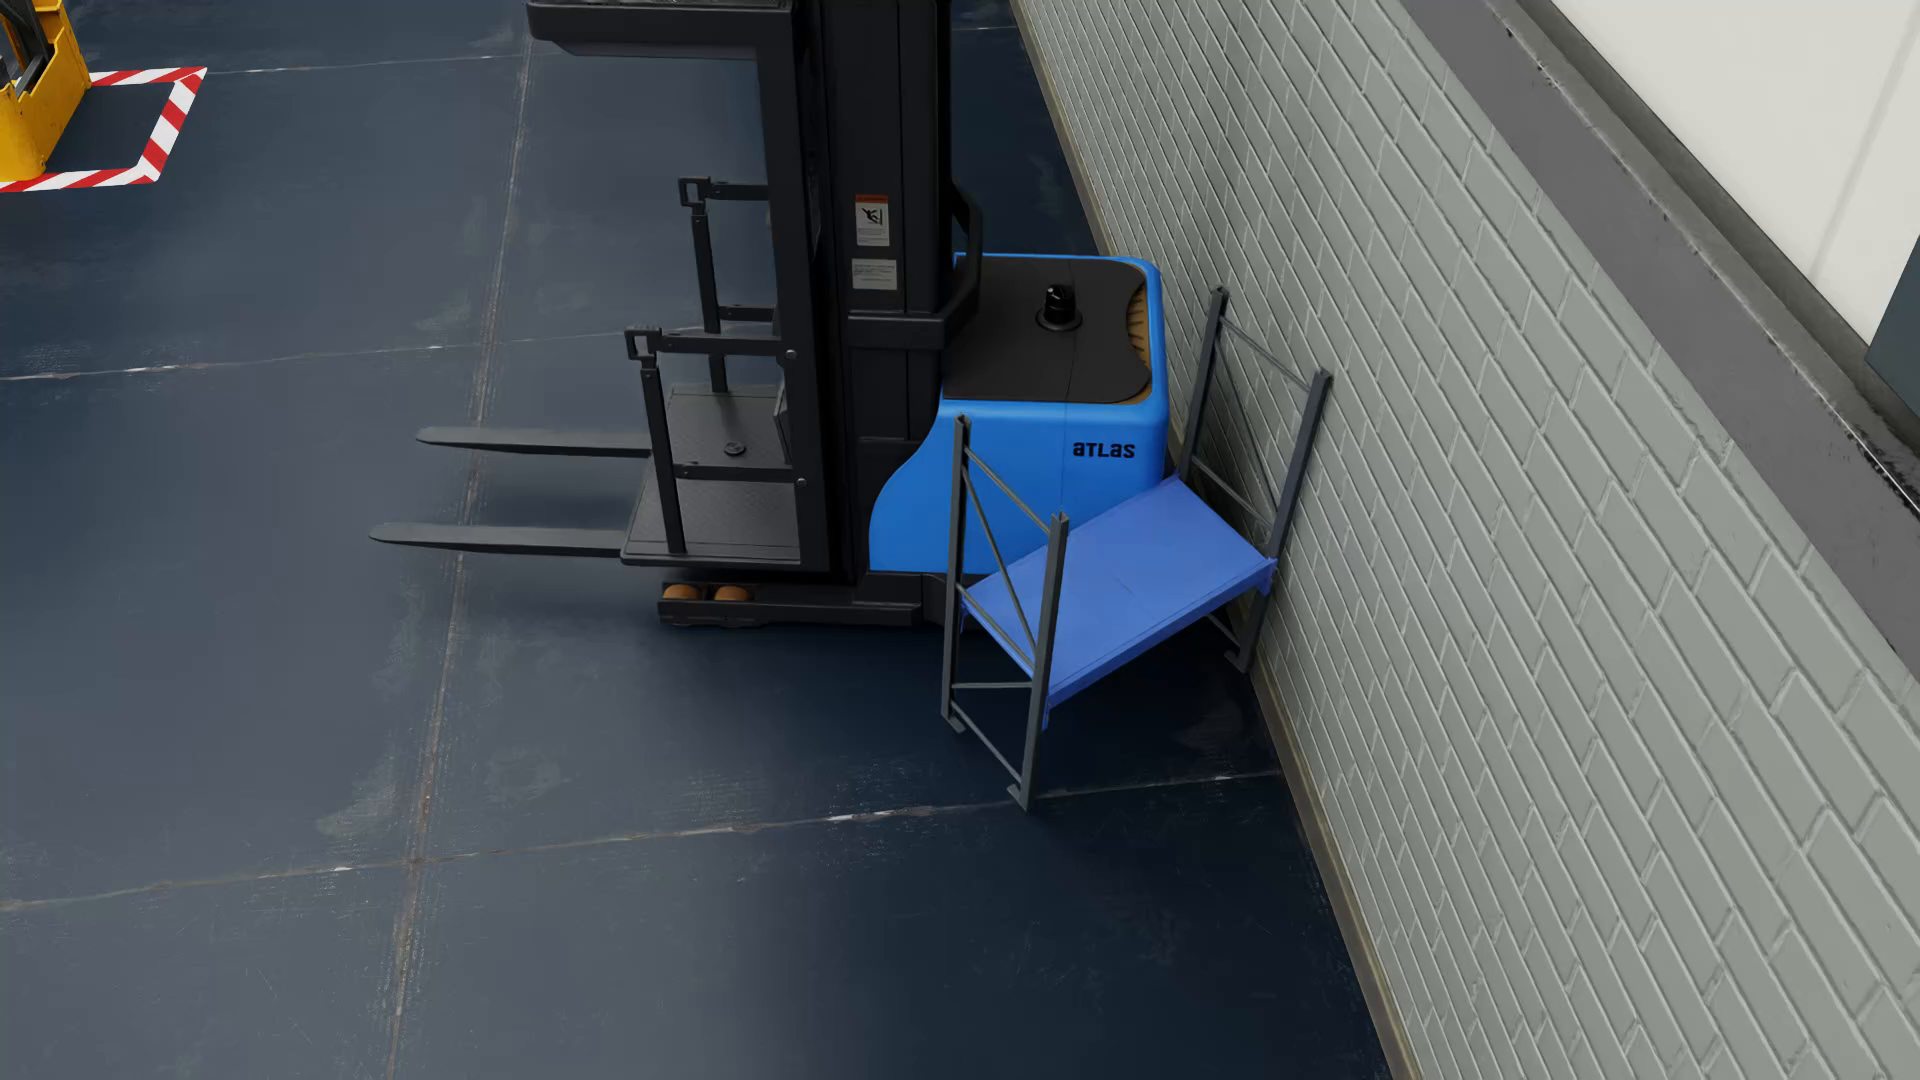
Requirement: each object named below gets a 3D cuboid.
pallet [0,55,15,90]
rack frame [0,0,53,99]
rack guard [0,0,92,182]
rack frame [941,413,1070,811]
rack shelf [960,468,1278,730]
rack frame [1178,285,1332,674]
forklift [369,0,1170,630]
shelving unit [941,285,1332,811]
[{"bbox_3d":[-6.009,-2.320,9.165,1.213,0.211,1.003,-5,42,-6],"label":"pallet"},{"bbox_3d":[-5.187,-3.402,8.282,0.127,3.000,1.000,-5,42,-6],"label":"rack frame"},{"bbox_3d":[-5.165,-2.484,9.131,0.348,0.500,1.175,-5,42,-6],"label":"rack guard"},{"bbox_3d":[0.118,0.281,5.281,0.032,1.500,0.500,-28,56,-24],"label":"rack frame"},{"bbox_3d":[0.520,0.180,5.625,1.000,0.185,0.538,-28,56,-24],"label":"rack shelf"},{"bbox_3d":[0.936,-0.157,5.697,0.032,1.500,0.500,-28,56,-24],"label":"rack frame"},{"bbox_3d":[-0.758,-1.103,5.784,3.031,2.935,1.130,2,42,2],"label":"forklift"},{"bbox_3d":[0.527,0.062,5.489,1.048,1.500,0.538,-28,56,-24],"label":"shelving unit"}]
